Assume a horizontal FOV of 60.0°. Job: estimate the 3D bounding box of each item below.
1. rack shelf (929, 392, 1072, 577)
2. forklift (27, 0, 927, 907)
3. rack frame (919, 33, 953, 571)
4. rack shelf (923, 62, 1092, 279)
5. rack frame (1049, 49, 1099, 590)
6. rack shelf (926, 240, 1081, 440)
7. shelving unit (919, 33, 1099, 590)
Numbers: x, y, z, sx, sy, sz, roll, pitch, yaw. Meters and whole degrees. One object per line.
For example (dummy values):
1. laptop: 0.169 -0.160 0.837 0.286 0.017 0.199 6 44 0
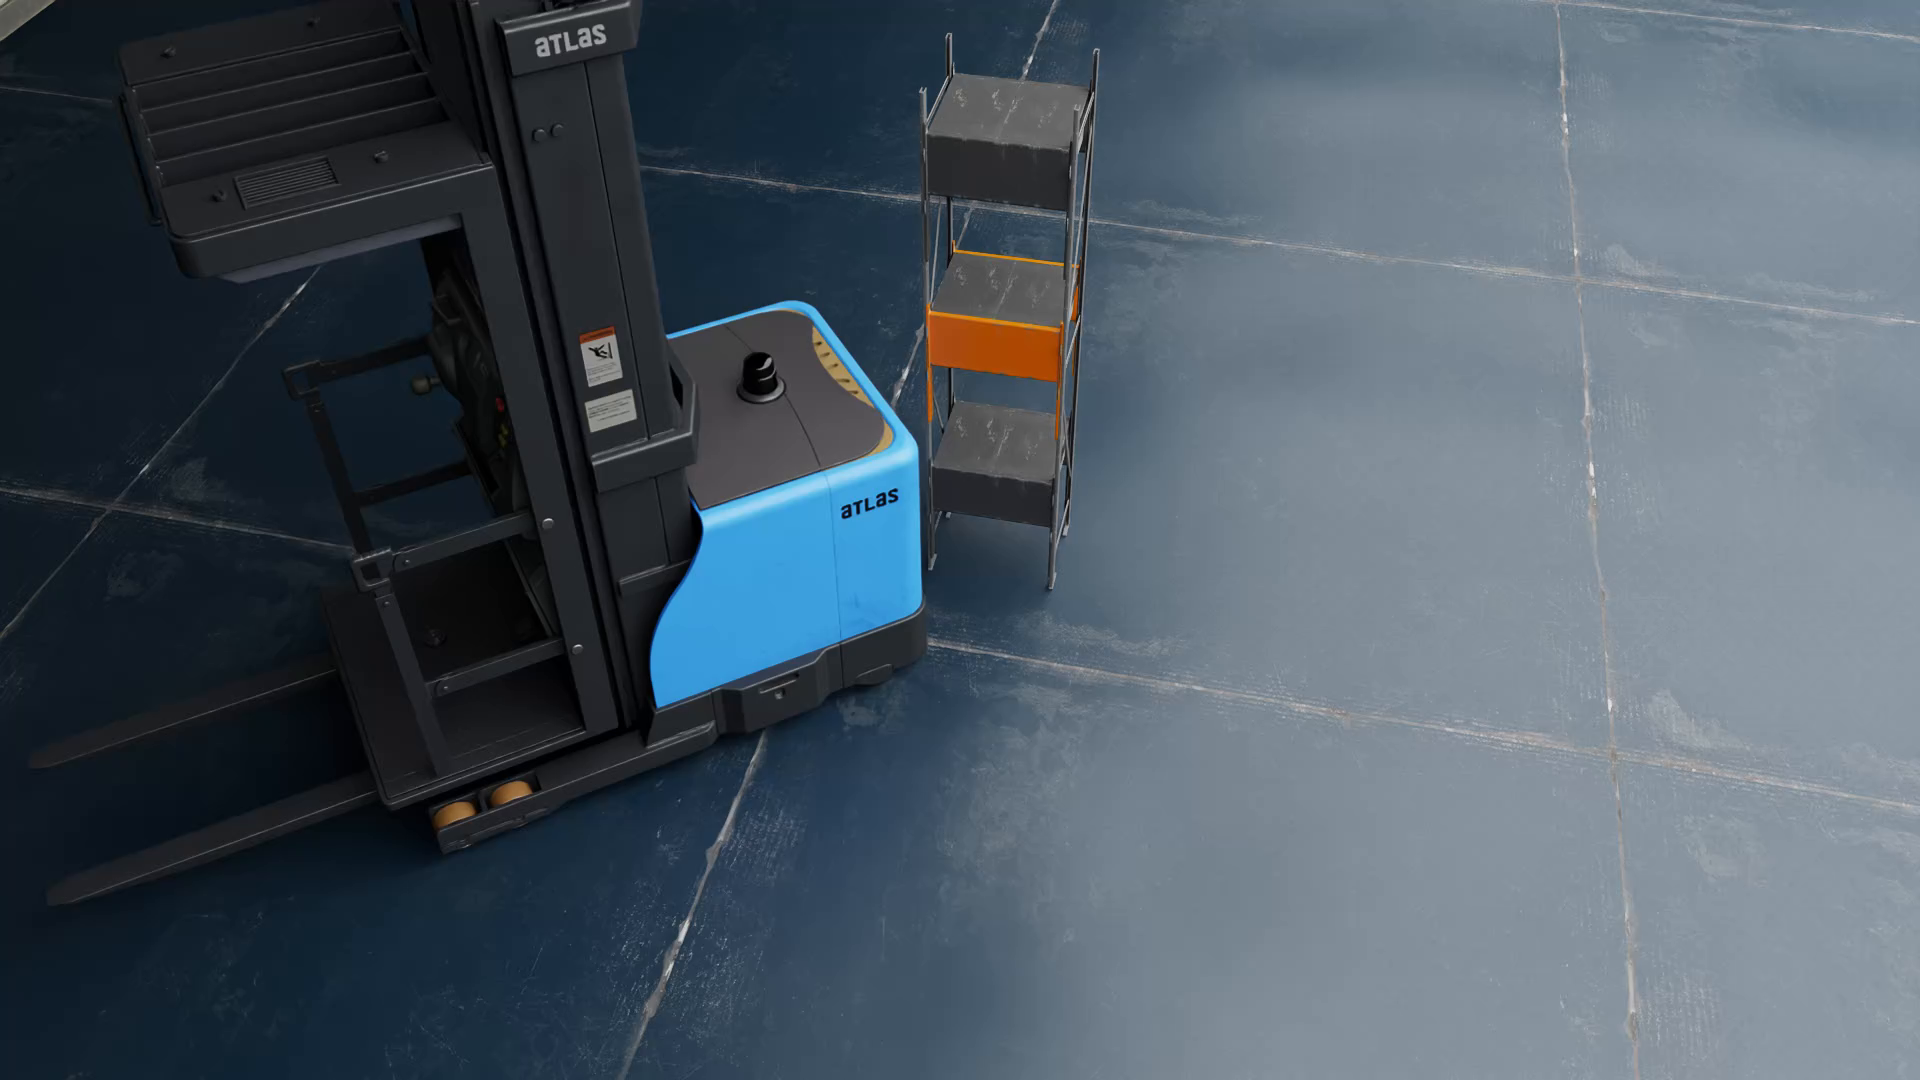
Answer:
1. rack shelf: 0.162 -0.217 6.491 0.480 0.518 0.431 9 45 9
2. forklift: -1.675 -0.426 5.079 3.031 2.935 1.130 -20 47 -19
3. rack frame: -0.077 -0.768 6.034 0.015 2.100 0.400 9 45 9
4. rack shelf: 0.162 -1.226 5.520 0.480 0.518 0.431 9 45 9
5. rack frame: 0.400 -0.694 5.957 0.015 2.100 0.400 9 45 9
6. rack shelf: 0.162 -0.722 6.005 0.480 0.518 0.431 9 45 9
7. shelving unit: 0.162 -0.731 5.996 0.503 2.100 0.431 9 45 9
